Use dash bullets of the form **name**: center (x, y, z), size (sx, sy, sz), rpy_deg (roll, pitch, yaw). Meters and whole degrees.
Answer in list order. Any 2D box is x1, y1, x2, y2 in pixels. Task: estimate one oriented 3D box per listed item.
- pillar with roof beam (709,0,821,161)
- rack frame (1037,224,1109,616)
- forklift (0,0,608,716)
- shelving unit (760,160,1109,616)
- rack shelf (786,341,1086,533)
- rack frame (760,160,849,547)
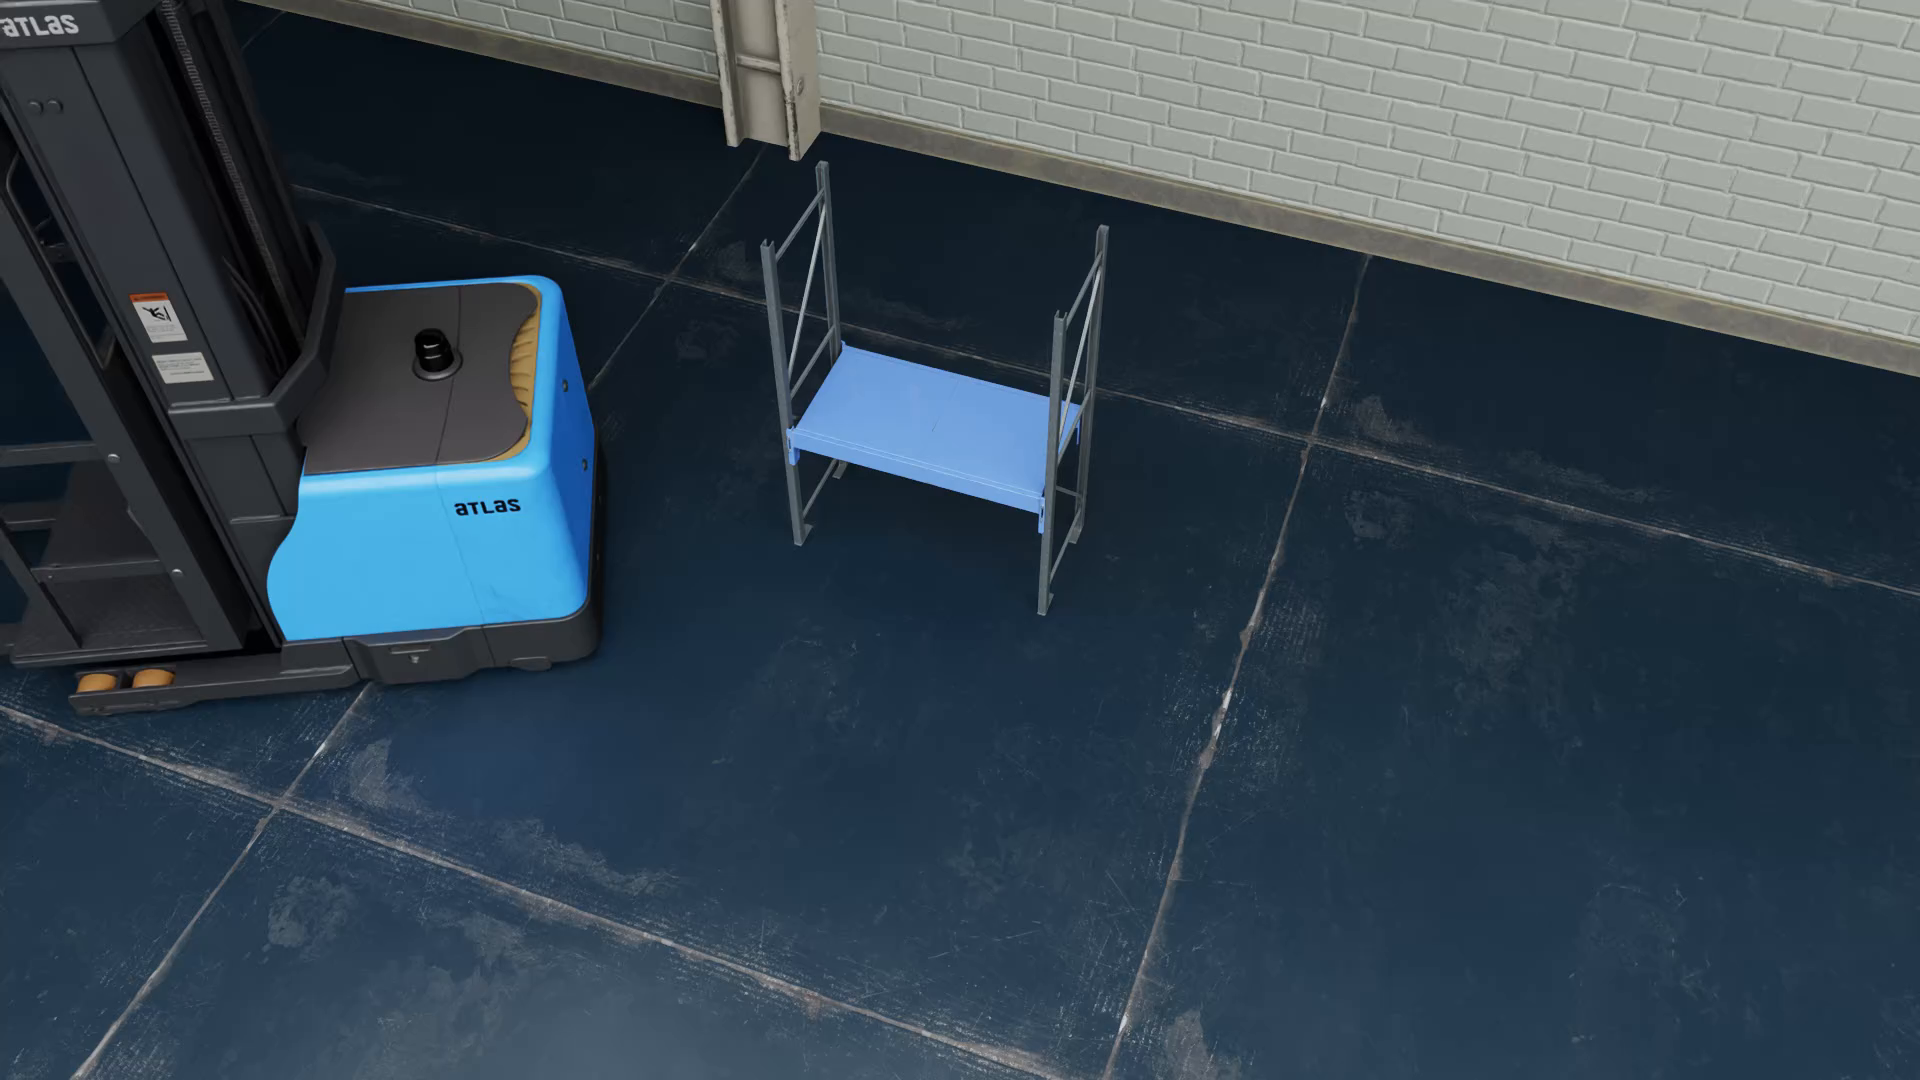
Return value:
- **pillar with roof beam**: center (-2.423, -1.934, 2.337), size (0.400, 9.000, 9.100), rpy_deg (16, 51, 13)
- **rack frame**: center (0.397, -0.380, 5.954), size (0.032, 1.500, 0.500), rpy_deg (16, 51, 13)
- **forklift**: center (-2.892, -0.745, 5.323), size (3.031, 2.935, 1.130), rpy_deg (-5, 49, -4)
- **shelving unit**: center (-0.080, -0.514, 6.069), size (1.048, 1.500, 0.538), rpy_deg (16, 51, 13)
- **rack shelf**: center (-0.080, -0.396, 6.205), size (1.000, 0.185, 0.538), rpy_deg (16, 51, 13)
- **rack frame**: center (-0.557, -0.647, 6.185), size (0.032, 1.500, 0.500), rpy_deg (16, 51, 13)
